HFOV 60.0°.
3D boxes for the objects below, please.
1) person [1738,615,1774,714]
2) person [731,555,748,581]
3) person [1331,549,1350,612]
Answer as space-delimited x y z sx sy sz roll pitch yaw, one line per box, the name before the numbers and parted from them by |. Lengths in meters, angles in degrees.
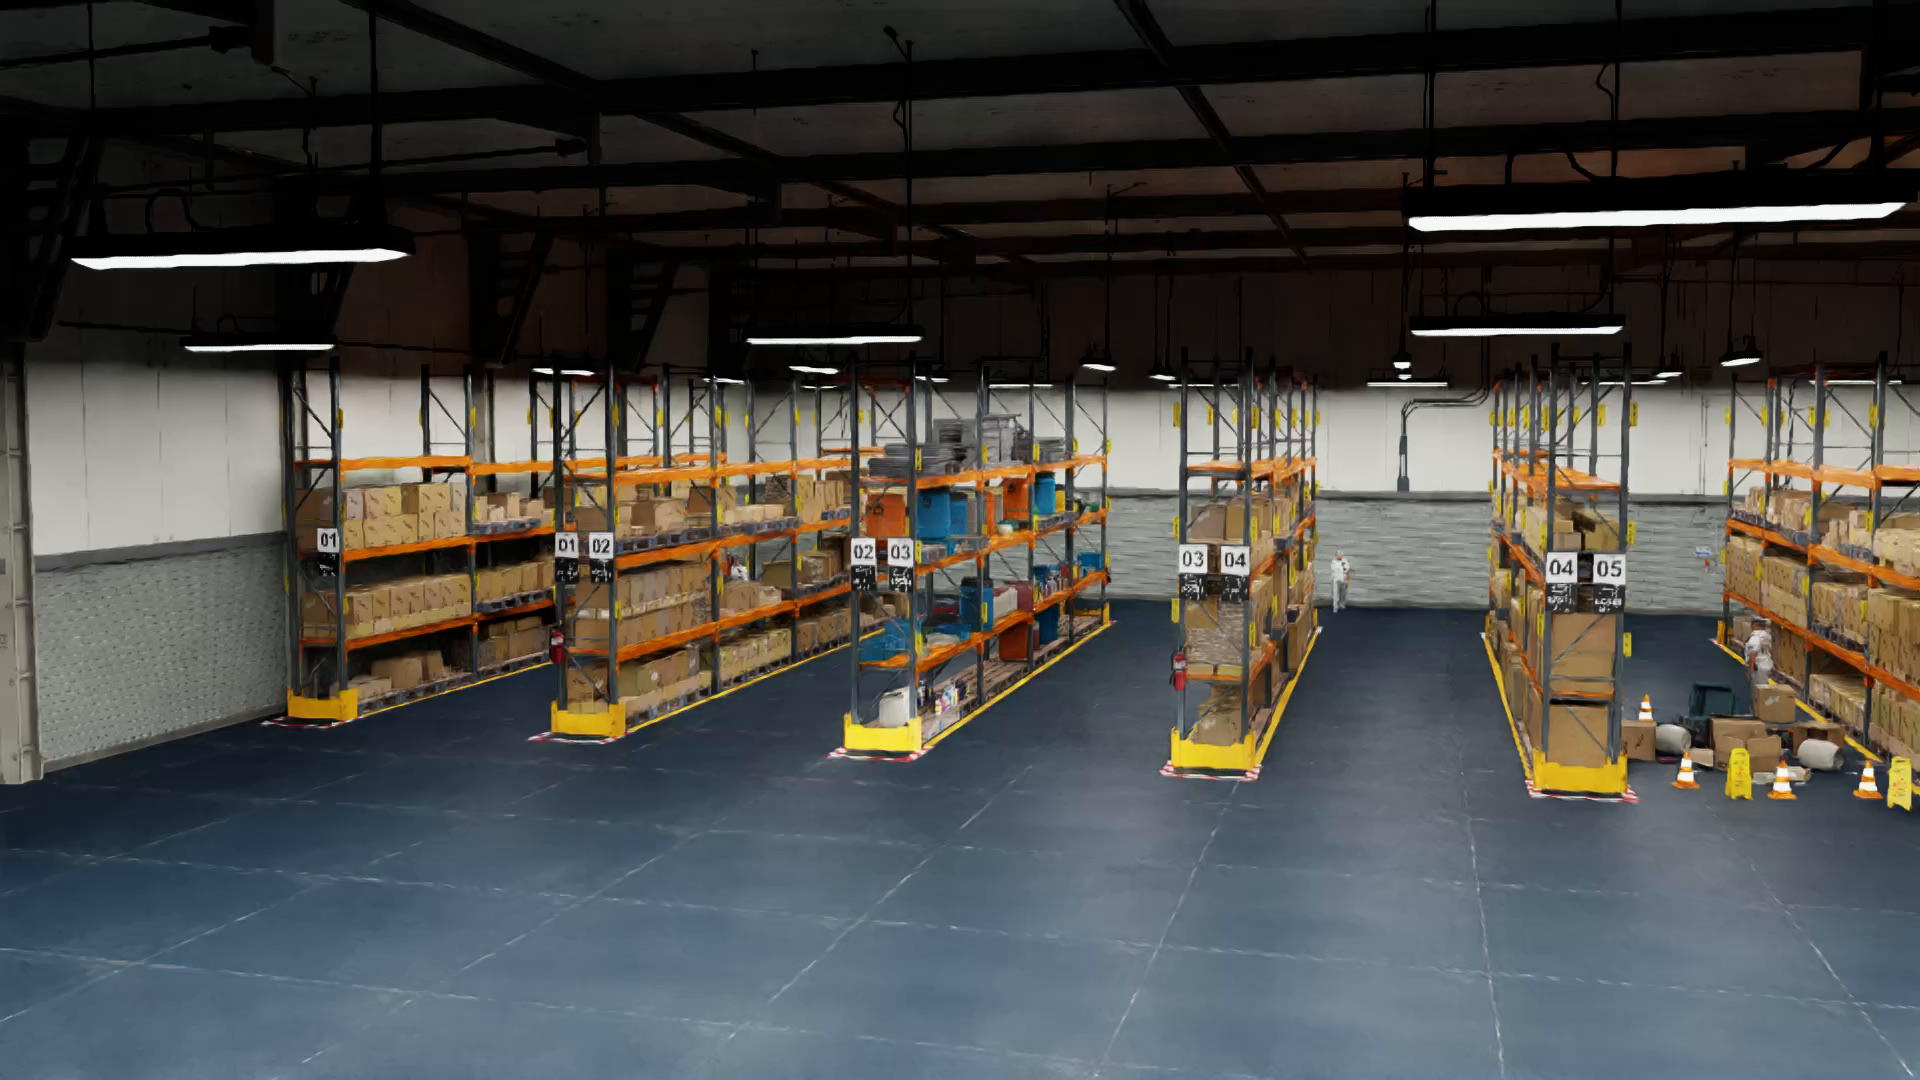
person | 13.058 2.111 27.297 0.591 1.747 0.661 4 6 41
person | -5.450 1.168 41.065 0.502 1.624 0.988 1 4 14
person | 9.843 1.039 43.005 0.493 1.605 0.991 1 4 14
